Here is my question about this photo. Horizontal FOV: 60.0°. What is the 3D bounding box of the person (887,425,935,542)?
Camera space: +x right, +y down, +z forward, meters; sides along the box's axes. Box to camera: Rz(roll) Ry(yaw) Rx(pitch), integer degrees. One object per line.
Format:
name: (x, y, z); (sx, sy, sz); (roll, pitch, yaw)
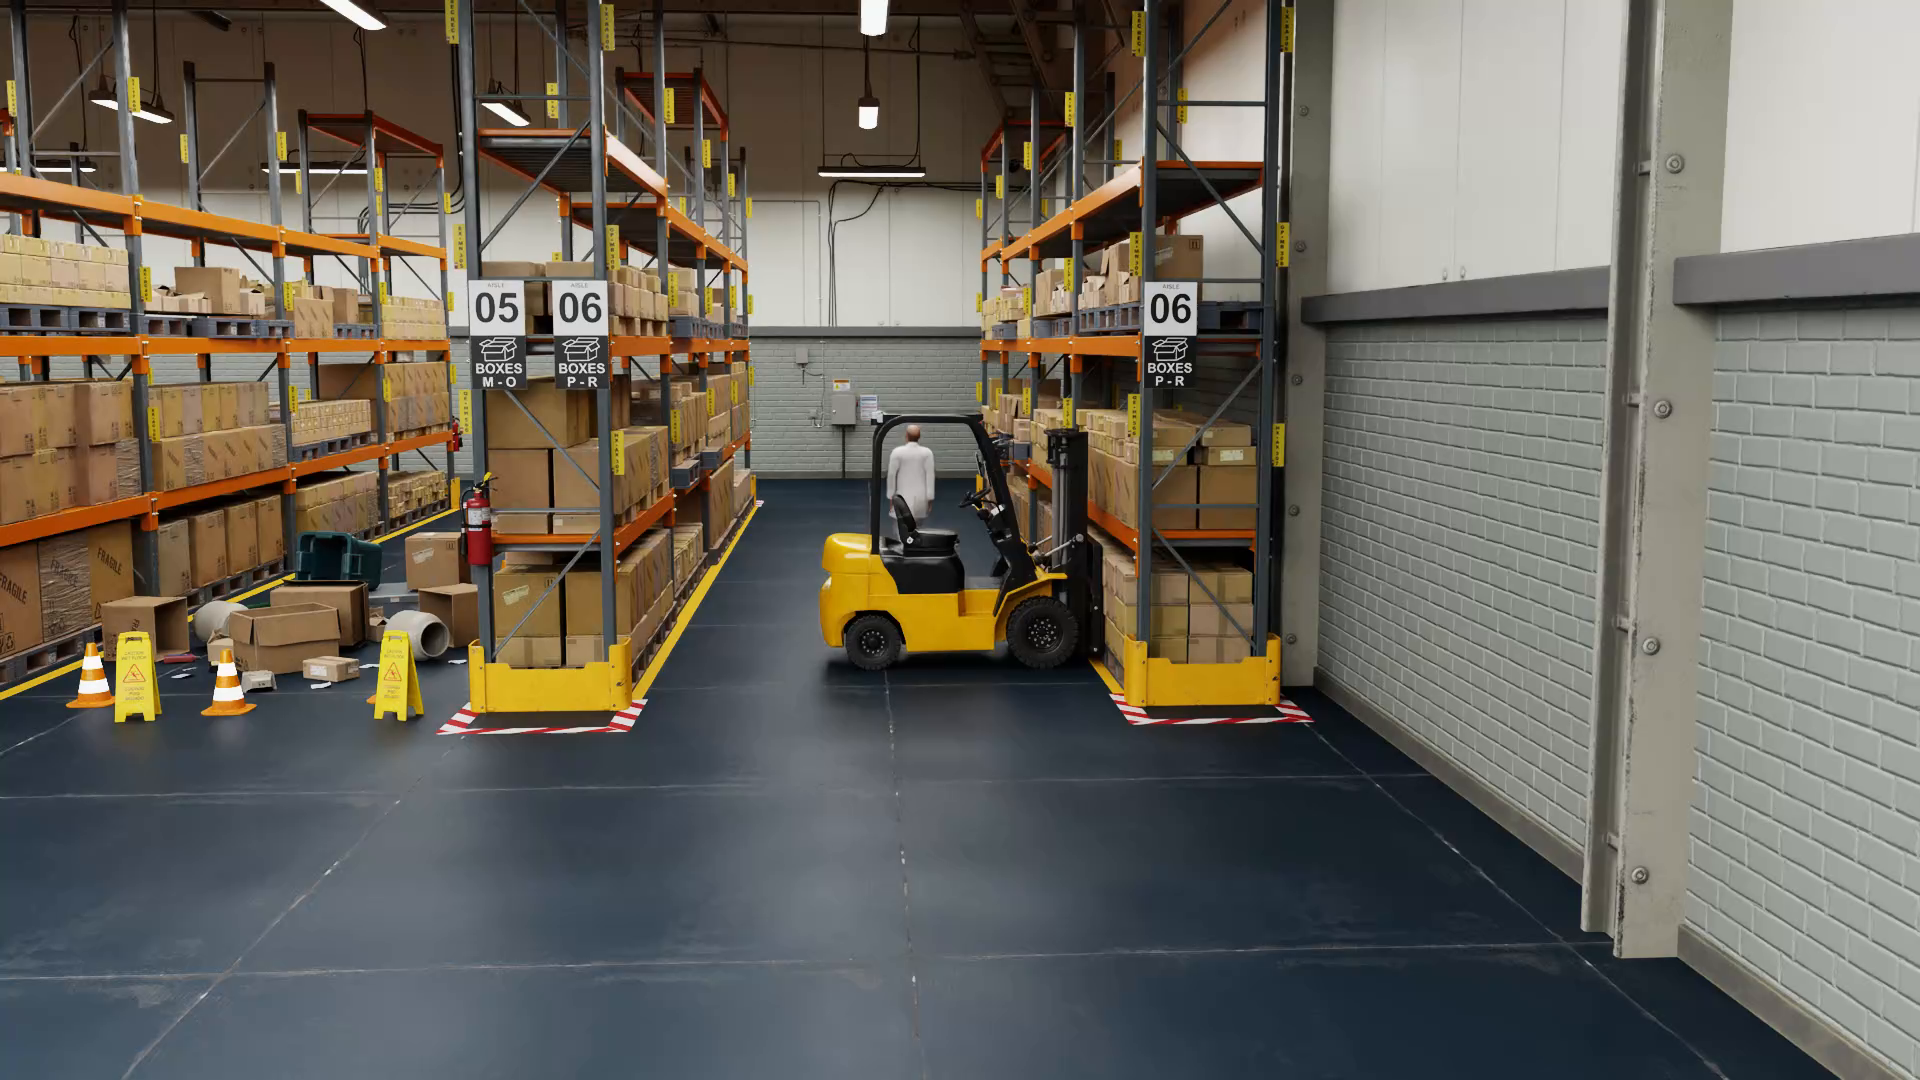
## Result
person: (-0.587, -0.496, 19.865); (0.579, 1.762, 0.735); (-1, 7, -12)
